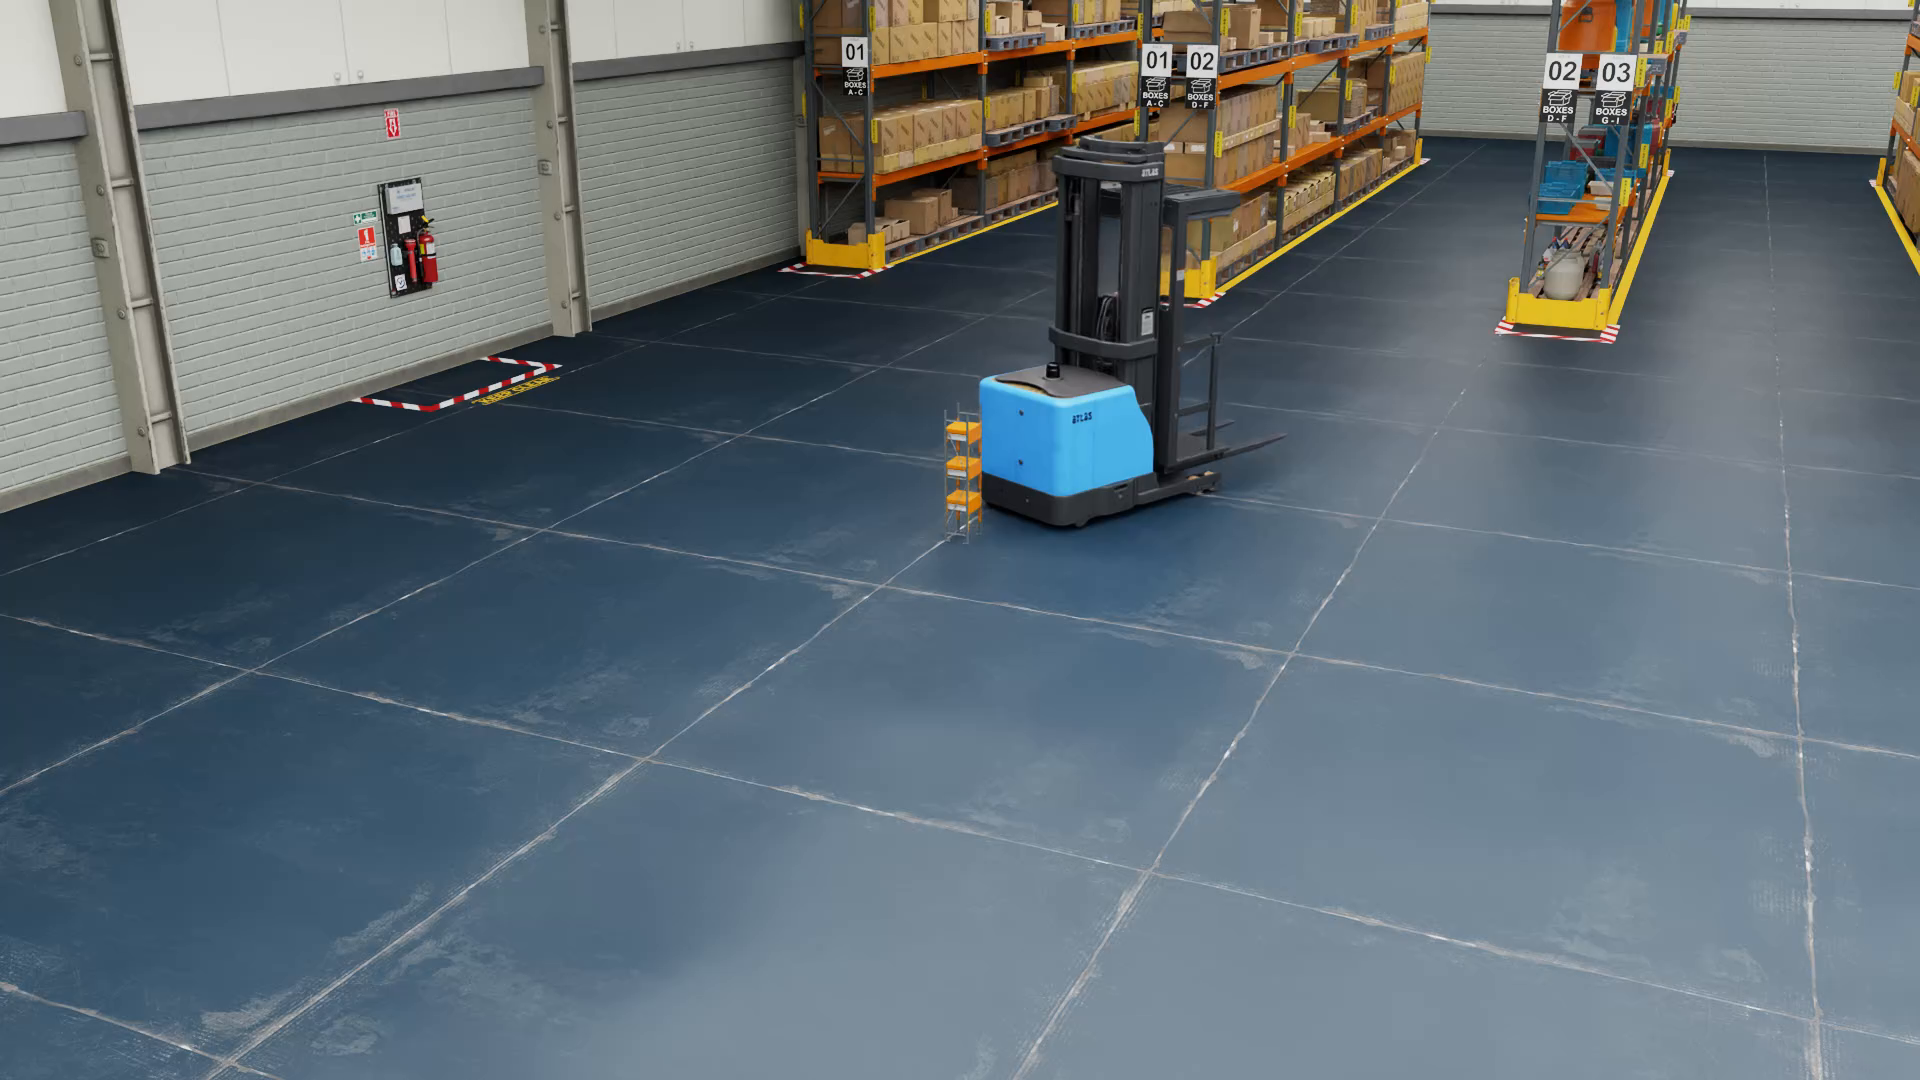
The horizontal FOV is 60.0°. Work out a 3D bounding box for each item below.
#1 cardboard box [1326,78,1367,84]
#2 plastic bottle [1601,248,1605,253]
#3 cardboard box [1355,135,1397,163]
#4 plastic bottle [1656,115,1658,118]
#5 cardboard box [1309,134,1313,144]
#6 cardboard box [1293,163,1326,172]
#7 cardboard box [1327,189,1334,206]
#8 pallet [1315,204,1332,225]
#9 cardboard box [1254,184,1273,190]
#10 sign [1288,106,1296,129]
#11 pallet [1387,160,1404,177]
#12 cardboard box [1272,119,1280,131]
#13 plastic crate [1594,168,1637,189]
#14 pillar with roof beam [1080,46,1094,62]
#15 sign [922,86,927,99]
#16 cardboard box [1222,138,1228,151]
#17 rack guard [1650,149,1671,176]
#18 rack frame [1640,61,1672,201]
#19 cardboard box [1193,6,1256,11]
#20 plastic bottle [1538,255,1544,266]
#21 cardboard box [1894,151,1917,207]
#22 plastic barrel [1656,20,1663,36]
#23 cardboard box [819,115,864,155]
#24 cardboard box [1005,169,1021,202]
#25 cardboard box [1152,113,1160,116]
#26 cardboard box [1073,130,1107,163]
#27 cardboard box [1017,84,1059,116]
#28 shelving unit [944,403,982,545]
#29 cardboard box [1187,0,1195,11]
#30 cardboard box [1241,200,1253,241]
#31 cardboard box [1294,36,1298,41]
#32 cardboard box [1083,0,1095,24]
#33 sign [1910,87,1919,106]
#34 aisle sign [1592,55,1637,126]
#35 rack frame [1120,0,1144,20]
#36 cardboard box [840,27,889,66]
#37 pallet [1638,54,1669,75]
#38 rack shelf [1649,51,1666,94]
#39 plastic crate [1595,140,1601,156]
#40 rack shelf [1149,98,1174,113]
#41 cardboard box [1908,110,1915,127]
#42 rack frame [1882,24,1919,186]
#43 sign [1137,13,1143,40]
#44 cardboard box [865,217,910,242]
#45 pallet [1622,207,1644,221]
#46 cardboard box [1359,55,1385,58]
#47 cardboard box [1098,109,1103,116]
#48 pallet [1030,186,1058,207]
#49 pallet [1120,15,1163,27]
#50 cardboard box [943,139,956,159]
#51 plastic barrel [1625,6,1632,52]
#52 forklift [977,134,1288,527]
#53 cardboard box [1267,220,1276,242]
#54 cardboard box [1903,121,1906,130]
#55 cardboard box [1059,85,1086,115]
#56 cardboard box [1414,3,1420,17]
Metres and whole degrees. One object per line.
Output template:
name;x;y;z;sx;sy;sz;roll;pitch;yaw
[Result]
cardboard box;7.336;-8.525;31.687;0.700;0.500;0.500;2;20;4
plastic bottle;8.764;-3.833;22.567;0.144;0.351;0.185;8;21;22
cardboard box;8.499;-8.000;34.057;0.797;0.503;0.637;9;21;23
plastic bottle;12.385;-7.490;29.738;0.152;0.276;0.135;9;21;23
cardboard box;5.626;-6.655;27.581;0.380;0.149;0.250;10;22;27
cardboard box;6.265;-6.519;29.897;0.500;0.500;0.500;9;22;25
cardboard box;6.104;-5.879;28.501;0.500;0.250;0.500;9;22;24
pallet;5.724;-5.611;28.432;1.003;0.211;1.213;9;21;23
cardboard box;4.777;-5.590;26.851;0.500;0.311;0.500;8;21;23
sign;4.965;-6.318;24.847;0.100;0.325;0.005;9;21;23
pallet;8.515;-7.664;34.205;1.003;0.211;1.213;9;21;23
cardboard box;4.543;-6.189;24.777;0.380;0.149;0.250;9;21;23
plastic crate;8.770;-4.822;22.273;0.499;0.251;0.616;9;21;23
pillar with roof beam;6.639;-11.641;32.272;9.100;9.000;0.400;9;21;23
sign;-0.570;-7.248;27.144;0.100;0.325;0.005;9;21;23
cardboard box;3.387;-5.326;22.351;0.380;0.149;0.250;9;21;23
rack guard;13.888;-7.767;34.064;1.175;0.500;0.348;9;21;23
rack frame;12.252;-7.713;30.181;1.000;3.000;0.127;9;21;23
cardboard box;3.669;-7.188;23.238;0.797;0.503;0.637;11;22;29
plastic bottle;7.721;-3.632;22.103;0.061;0.283;0.133;9;22;24
cardboard box;16.527;-6.032;27.998;1.225;0.875;0.875;9;21;23
plastic barrel;11.258;-8.321;27.018;0.294;0.245;0.294;0;20;0
cardboard box;-1.701;-5.870;24.072;0.500;0.500;0.500;8;21;22
cardboard box;0.635;-6.199;28.997;0.700;0.500;0.500;9;21;23
cardboard box;4.525;-9.459;37.226;0.380;0.149;0.250;9;21;23
cardboard box;2.361;-7.509;32.187;0.750;0.750;0.750;8;21;22
cardboard box;1.392;-7.959;30.067;0.700;0.500;0.500;6;20;16
shelving unit;0.022;-0.511;12.839;0.215;1.050;0.252;9;21;23
cardboard box;4.794;-11.623;36.145;0.500;0.250;0.500;9;22;24
cardboard box;3.860;-4.573;23.708;0.500;0.500;0.500;9;21;23
cardboard box;4.942;-7.844;25.670;0.500;0.250;0.500;6;21;17
cardboard box;2.129;-10.010;31.357;0.700;0.500;0.500;10;22;25
sign;16.264;-7.555;28.324;0.100;0.325;0.005;9;21;23
aisle sign;7.576;-5.208;19.255;0.394;0.787;0.004;9;21;23
rack frame;3.214;-11.899;32.998;1.000;3.000;0.127;9;21;23
cardboard box;-1.335;-6.942;23.357;0.500;0.500;0.500;9;22;24
pallet;8.770;-6.358;22.175;1.213;0.211;1.003;9;21;23
rack shelf;9.795;-6.953;24.641;1.077;0.370;4.000;9;21;23
plastic crate;9.144;-5.640;24.375;0.392;0.384;0.575;9;21;23
rack shelf;4.033;-9.345;35.843;1.077;0.370;4.000;9;21;23
cardboard box;16.712;-7.274;28.726;0.500;0.250;0.500;8;21;22
rack frame;18.409;-8.256;31.708;1.000;3.000;0.127;9;21;23
sign;2.331;-6.598;21.364;0.100;0.325;0.005;9;21;23
cardboard box;-1.101;-4.718;25.115;0.500;0.311;0.500;11;22;27
pallet;10.899;-5.423;27.904;1.003;0.211;1.213;9;21;23
cardboard box;8.326;-9.567;33.752;0.500;0.500;0.500;8;21;22
cardboard box;2.540;-8.280;32.120;0.380;0.149;0.250;9;21;23
pallet;1.254;-6.297;30.361;1.003;0.211;1.213;9;21;23
pallet;3.558;-10.693;34.215;1.003;0.211;1.213;9;21;23
cardboard box;-0.383;-6.072;25.761;0.500;0.250;0.500;8;21;22
plastic barrel;9.254;-7.302;23.801;0.600;0.901;0.600;0;20;0
forklift;1.589;-1.873;13.862;3.031;2.935;1.130;-16;25;-38
cardboard box;4.468;-4.679;25.126;0.500;0.250;0.500;9;21;23
cardboard box;17.018;-7.368;29.585;0.380;0.149;0.250;9;21;24
cardboard box;2.008;-8.160;30.814;0.500;0.500;0.500;9;22;24
cardboard box;8.982;-10.698;33.574;0.500;0.250;0.500;9;21;23
